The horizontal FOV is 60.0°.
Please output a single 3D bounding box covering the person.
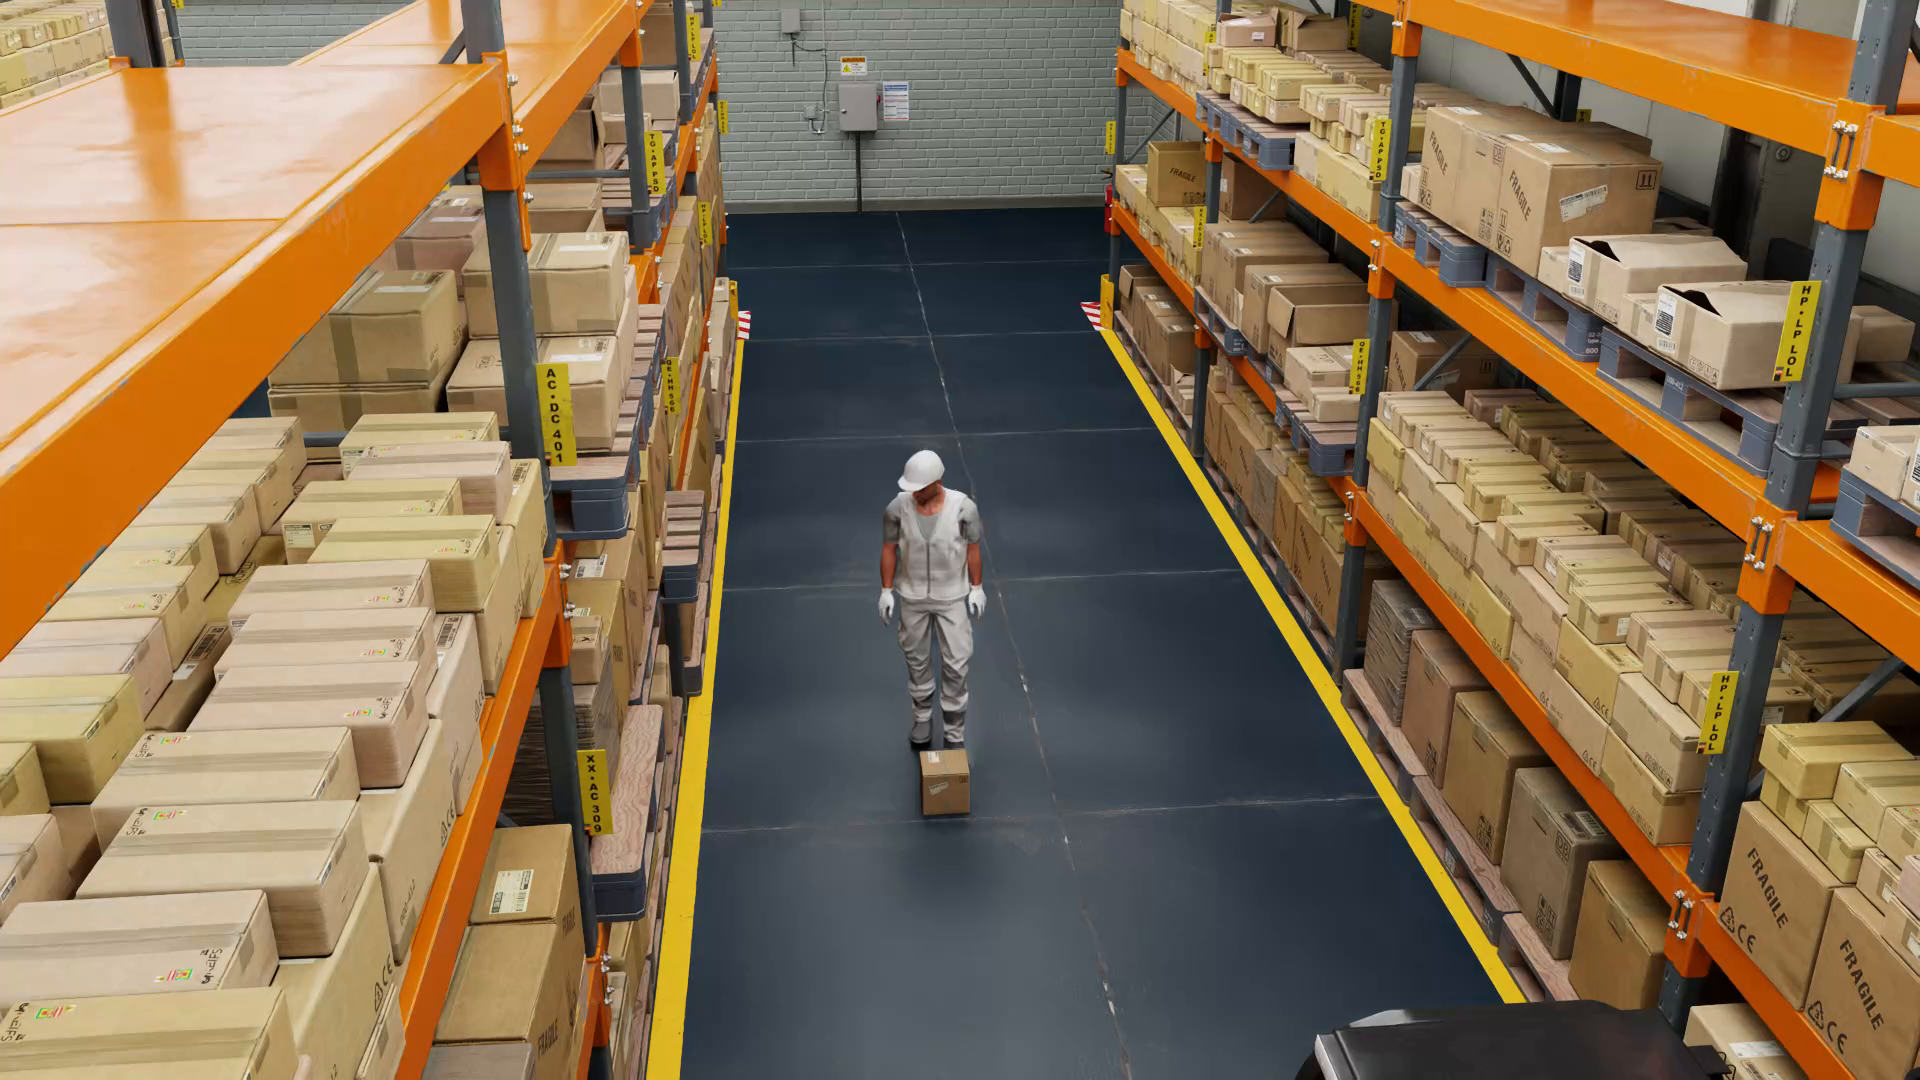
[{"bbox_3d":[-0.168,0.379,9.200,0.597,1.822,0.507,3,24,6],"label":"person"}]
